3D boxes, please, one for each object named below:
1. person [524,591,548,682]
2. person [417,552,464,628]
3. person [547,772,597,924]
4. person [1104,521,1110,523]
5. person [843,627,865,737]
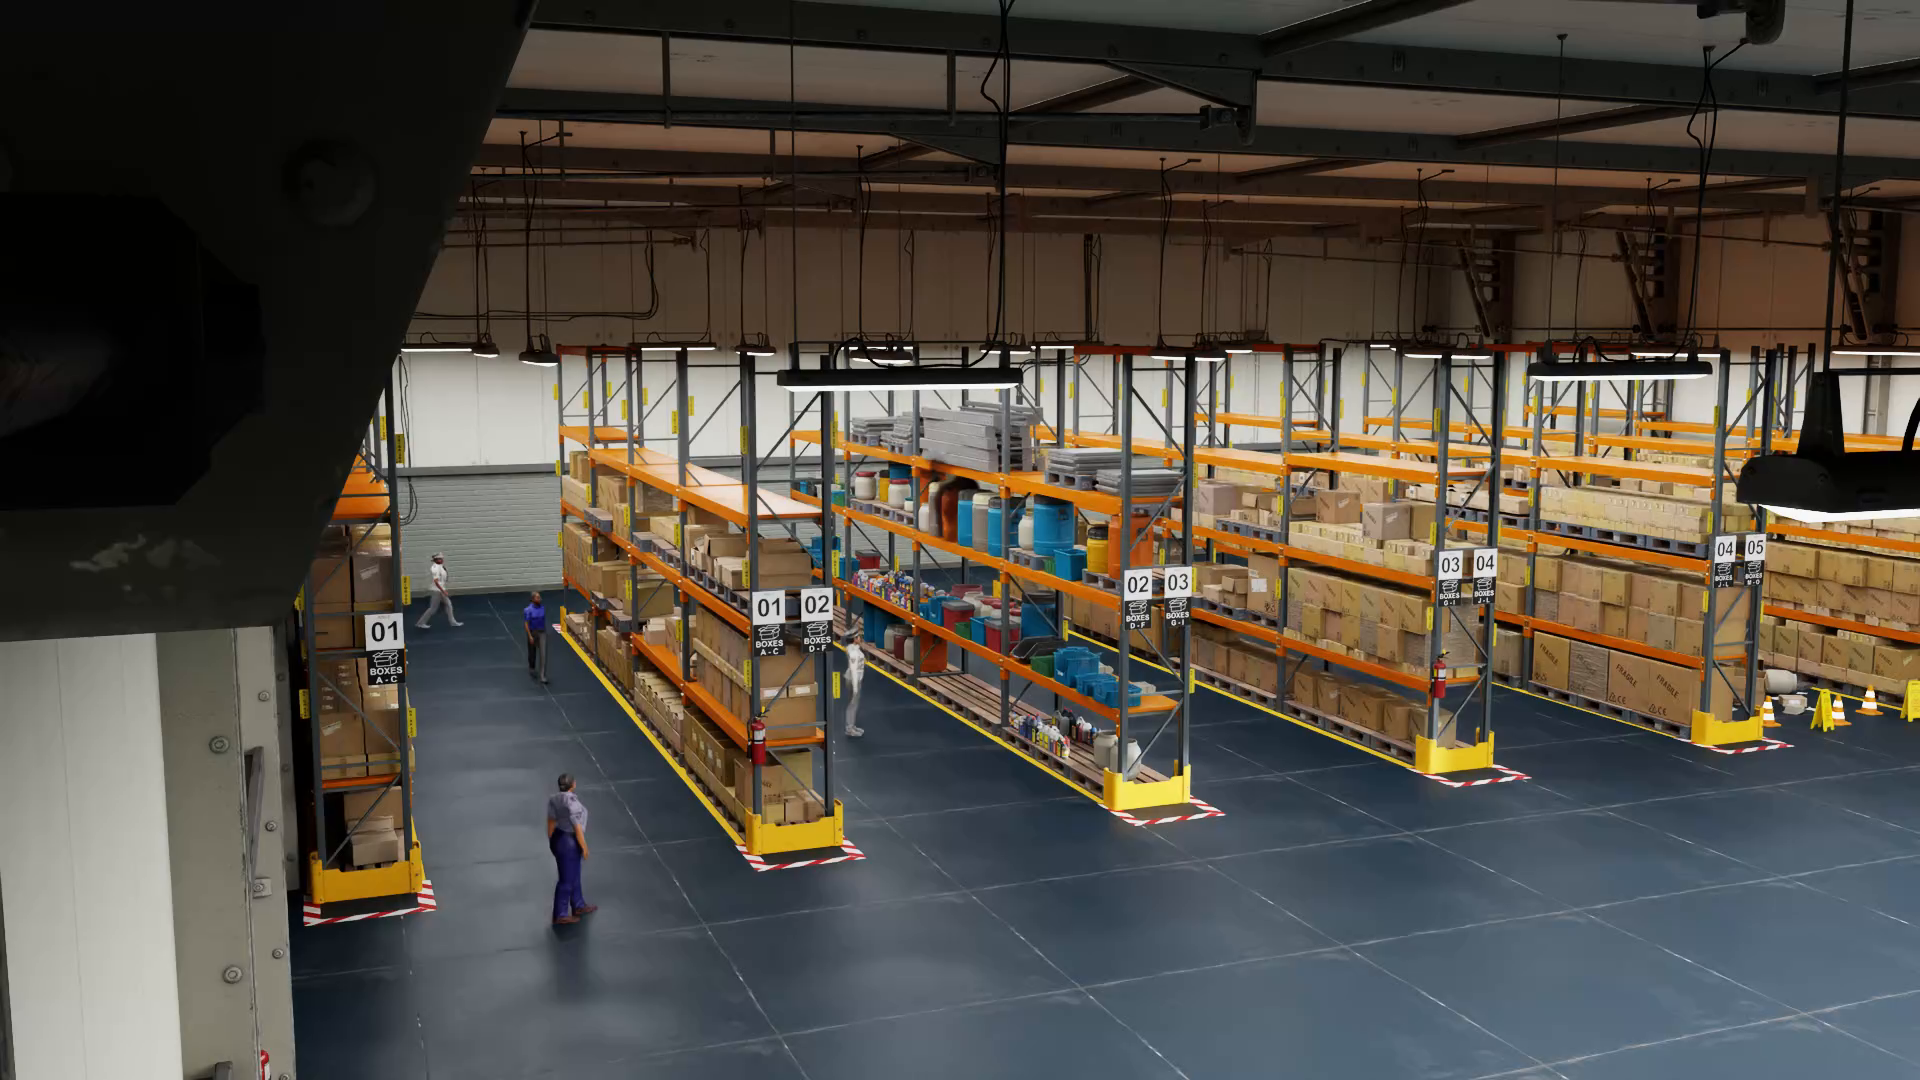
[{"bbox_3d":[-7.657,1.730,30.036,0.409,1.596,0.928,-2,8,-16],"label":"person"},{"bbox_3d":[-11.000,1.058,35.100,0.969,1.638,0.531,-3,8,-23],"label":"person"},{"bbox_3d":[-4.125,3.281,17.815,0.568,1.634,0.502,-4,8,-31],"label":"person"},{"bbox_3d":[3.624,0.320,41.247,0.484,1.604,0.474,-4,8,-26],"label":"person"},{"bbox_3d":[-1.631,2.187,25.764,0.334,1.693,0.581,0,7,-1],"label":"person"}]
